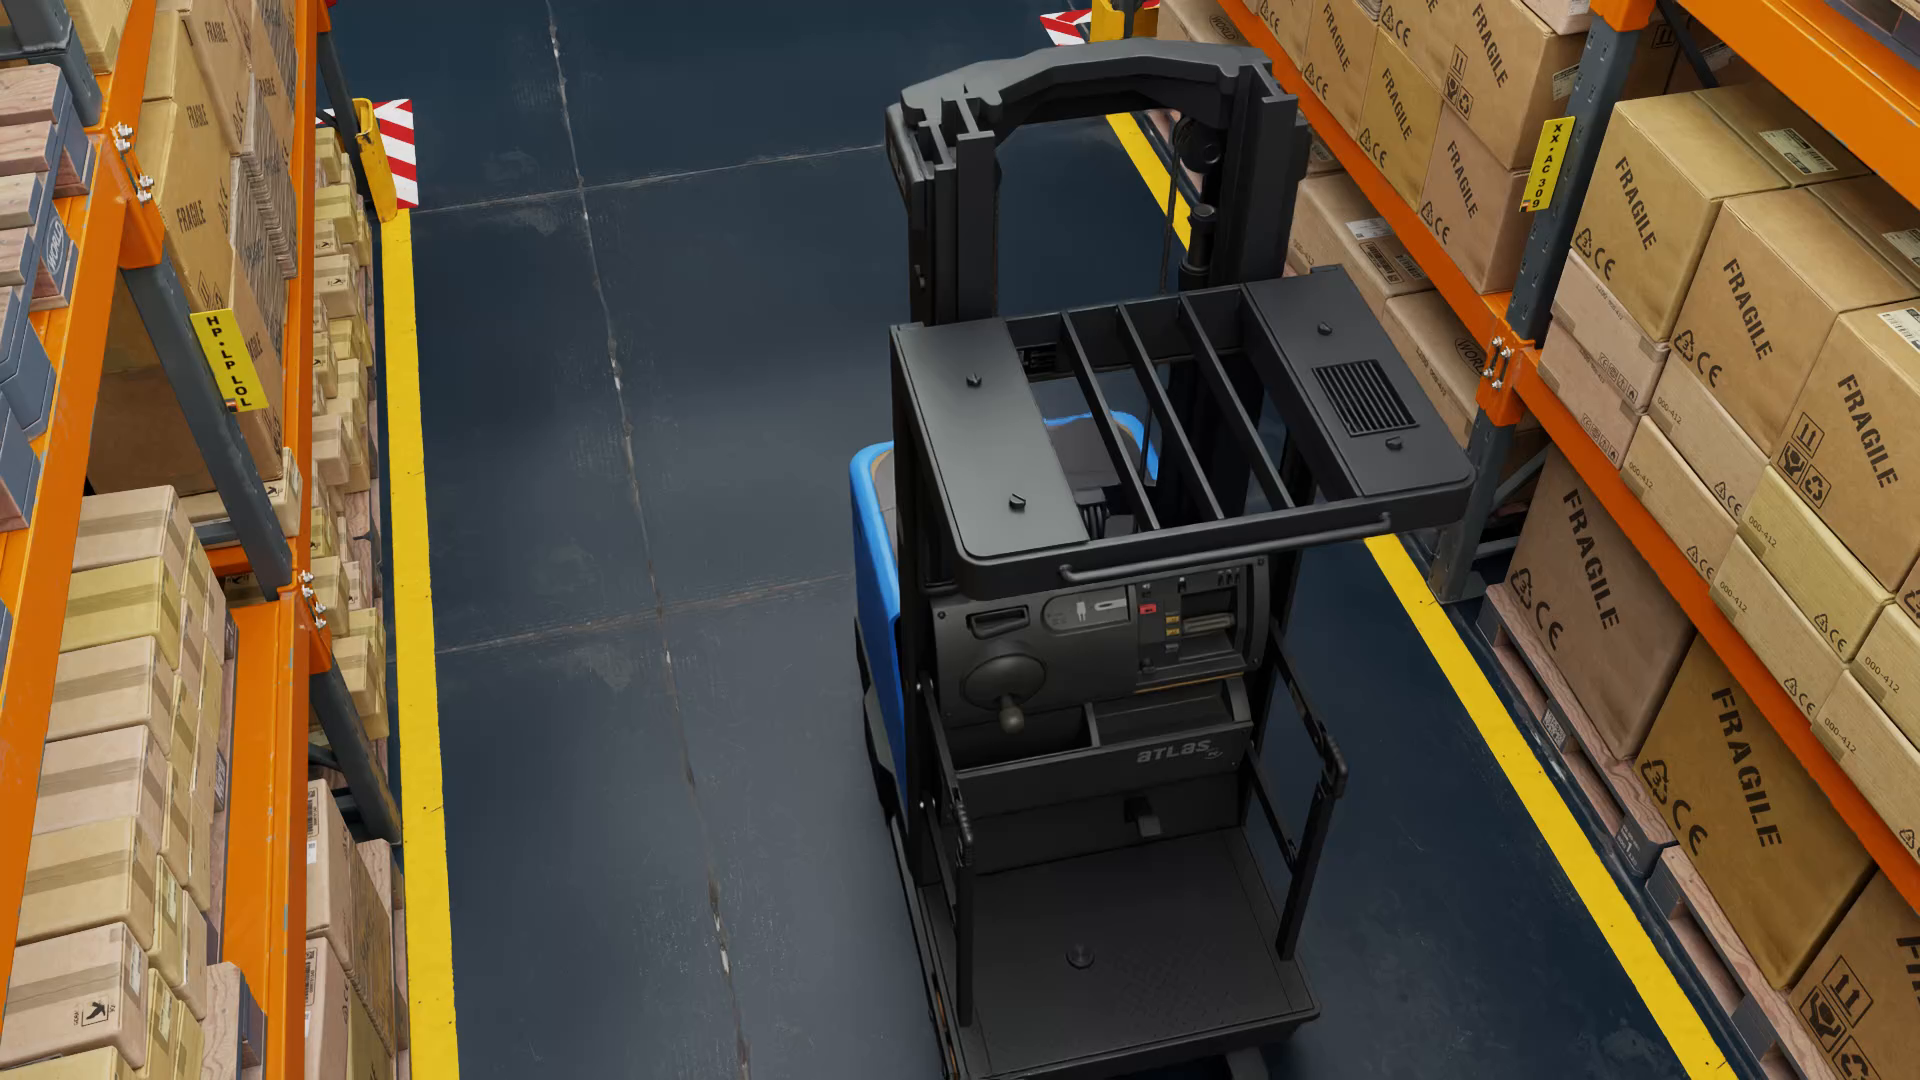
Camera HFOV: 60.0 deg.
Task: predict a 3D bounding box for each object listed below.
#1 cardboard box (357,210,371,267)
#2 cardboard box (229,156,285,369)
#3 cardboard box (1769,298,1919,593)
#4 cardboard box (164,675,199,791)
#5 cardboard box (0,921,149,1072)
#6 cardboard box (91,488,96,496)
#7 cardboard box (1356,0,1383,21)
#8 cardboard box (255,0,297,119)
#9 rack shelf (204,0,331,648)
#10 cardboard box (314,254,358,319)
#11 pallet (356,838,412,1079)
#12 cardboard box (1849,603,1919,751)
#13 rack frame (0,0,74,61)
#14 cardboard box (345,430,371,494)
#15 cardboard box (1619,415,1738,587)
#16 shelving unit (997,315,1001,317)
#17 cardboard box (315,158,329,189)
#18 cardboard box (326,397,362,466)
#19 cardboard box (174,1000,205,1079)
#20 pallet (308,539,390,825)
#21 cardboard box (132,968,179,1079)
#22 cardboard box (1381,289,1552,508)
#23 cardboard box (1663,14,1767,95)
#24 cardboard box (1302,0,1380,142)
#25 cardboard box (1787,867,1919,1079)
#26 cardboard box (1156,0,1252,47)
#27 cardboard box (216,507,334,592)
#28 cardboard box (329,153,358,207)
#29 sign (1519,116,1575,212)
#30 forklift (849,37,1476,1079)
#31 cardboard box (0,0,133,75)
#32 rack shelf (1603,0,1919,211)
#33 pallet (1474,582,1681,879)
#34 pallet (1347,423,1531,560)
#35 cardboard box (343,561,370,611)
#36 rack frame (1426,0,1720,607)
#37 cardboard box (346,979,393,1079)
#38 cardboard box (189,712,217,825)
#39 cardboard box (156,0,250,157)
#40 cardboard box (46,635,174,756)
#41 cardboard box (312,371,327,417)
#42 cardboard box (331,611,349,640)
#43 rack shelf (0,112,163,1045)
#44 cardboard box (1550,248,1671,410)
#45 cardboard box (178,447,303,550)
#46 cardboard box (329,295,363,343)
[{"bbox_3d":[-2.941,-1.376,7.700,0.380,0.149,0.250,-9,46,-9],"label":"cardboard box"},{"bbox_3d":[-2.434,-0.817,5.172,0.500,0.500,0.500,-11,47,-10],"label":"cardboard box"},{"bbox_3d":[2.460,-0.260,4.135,0.500,0.500,0.500,-12,47,-11],"label":"cardboard box"},{"bbox_3d":[-1.995,0.479,3.854,0.380,0.149,0.250,-9,46,-9],"label":"cardboard box"},{"bbox_3d":[-1.793,0.924,3.209,0.380,0.149,0.250,-13,47,-12],"label":"cardboard box"},{"bbox_3d":[-2.717,-0.016,4.841,0.380,0.149,0.250,-11,47,-11],"label":"cardboard box"},{"bbox_3d":[1.693,-2.286,6.120,0.500,0.500,0.500,-10,46,-10],"label":"cardboard box"},{"bbox_3d":[-2.812,-1.882,6.216,0.500,0.500,0.500,-11,47,-10],"label":"cardboard box"},{"bbox_3d":[-2.929,-1.079,6.211,1.077,0.370,4.000,-11,47,-10],"label":"rack shelf"},{"bbox_3d":[-2.735,-1.044,6.959,0.380,0.149,0.250,-9,46,-9],"label":"cardboard box"},{"bbox_3d":[-2.217,1.564,5.070,1.003,0.211,1.213,-11,47,-10],"label":"pallet"},{"bbox_3d":[2.578,0.365,4.047,0.500,0.250,0.500,-12,47,-12],"label":"cardboard box"},{"bbox_3d":[-2.417,-2.049,2.458,1.000,3.000,0.127,-11,47,-10],"label":"rack frame"},{"bbox_3d":[-2.571,-0.297,6.643,0.380,0.149,0.250,-12,47,-11],"label":"cardboard box"},{"bbox_3d":[2.333,-0.163,4.915,0.500,0.250,0.500,-12,47,-11],"label":"cardboard box"},{"bbox_3d":[0.004,-0.410,6.312,0.258,1.200,0.189,-11,47,-10],"label":"shelving unit"},{"bbox_3d":[-3.052,-1.566,7.470,0.380,0.149,0.250,-10,46,-10],"label":"cardboard box"},{"bbox_3d":[-2.567,-0.399,6.534,0.380,0.149,0.250,-11,47,-11],"label":"cardboard box"},{"bbox_3d":[-1.788,1.128,3.426,0.380,0.149,0.250,-9,46,-9],"label":"cardboard box"},{"bbox_3d":[-2.623,0.569,6.044,1.003,0.211,1.213,-11,47,-10],"label":"pallet"},{"bbox_3d":[-1.783,1.035,3.309,0.380,0.149,0.250,-11,47,-10],"label":"cardboard box"},{"bbox_3d":[2.285,-0.628,6.765,0.875,0.438,0.875,-11,47,-11],"label":"cardboard box"},{"bbox_3d":[2.454,-1.683,5.529,0.500,0.500,0.500,-10,46,-10],"label":"cardboard box"},{"bbox_3d":[1.696,-1.932,6.473,0.500,0.500,0.500,-11,47,-11],"label":"cardboard box"},{"bbox_3d":[3.045,1.325,4.545,0.875,0.875,0.875,-10,46,-10],"label":"cardboard box"},{"bbox_3d":[1.584,-2.499,8.599,0.875,0.438,0.875,-12,47,-12],"label":"cardboard box"},{"bbox_3d":[-2.431,0.051,5.886,0.380,0.149,0.250,-11,47,-11],"label":"cardboard box"},{"bbox_3d":[-3.030,-1.652,7.763,0.380,0.149,0.250,-12,47,-11],"label":"cardboard box"},{"bbox_3d":[1.806,-1.153,5.118,0.100,0.325,0.005,-11,47,-10],"label":"sign"},{"bbox_3d":[0.436,0.366,4.339,1.130,2.935,3.031,-9,46,-9],"label":"forklift"},{"bbox_3d":[-2.281,-1.315,3.943,0.500,0.250,0.500,-9,46,-8],"label":"cardboard box"},{"bbox_3d":[2.854,-0.342,3.388,1.077,0.370,4.000,-11,47,-10],"label":"rack shelf"},{"bbox_3d":[2.612,0.570,6.043,1.003,0.211,1.213,-11,47,-10],"label":"pallet"},{"bbox_3d":[2.223,-0.488,7.080,1.003,0.211,1.213,-11,47,-10],"label":"pallet"},{"bbox_3d":[-2.382,0.245,6.112,0.380,0.149,0.250,-11,47,-11],"label":"cardboard box"},{"bbox_3d":[2.342,-0.925,5.556,1.000,3.000,0.127,-11,47,-10],"label":"rack frame"},{"bbox_3d":[-1.853,1.597,4.540,0.500,0.500,0.500,-12,47,-11],"label":"cardboard box"},{"bbox_3d":[-1.995,0.581,3.962,0.380,0.149,0.250,-11,47,-10],"label":"cardboard box"},{"bbox_3d":[-2.544,-1.503,5.145,0.500,0.500,0.500,-10,46,-10],"label":"cardboard box"},{"bbox_3d":[-1.992,0.389,3.734,0.380,0.149,0.250,-12,47,-12],"label":"cardboard box"},{"bbox_3d":[-2.655,-0.489,6.414,0.380,0.149,0.250,-12,47,-12],"label":"cardboard box"},{"bbox_3d":[-2.352,0.330,5.820,0.380,0.149,0.250,-10,46,-10],"label":"cardboard box"},{"bbox_3d":[-1.905,0.633,2.433,1.077,0.370,4.000,-11,47,-10],"label":"rack shelf"},{"bbox_3d":[2.182,-0.692,5.083,0.500,0.250,0.500,-12,47,-11],"label":"cardboard box"},{"bbox_3d":[-2.173,-0.117,4.940,0.380,0.149,0.250,-9,46,-9],"label":"cardboard box"},{"bbox_3d":[-2.750,-0.939,7.064,0.380,0.149,0.250,-10,46,-10],"label":"cardboard box"}]
